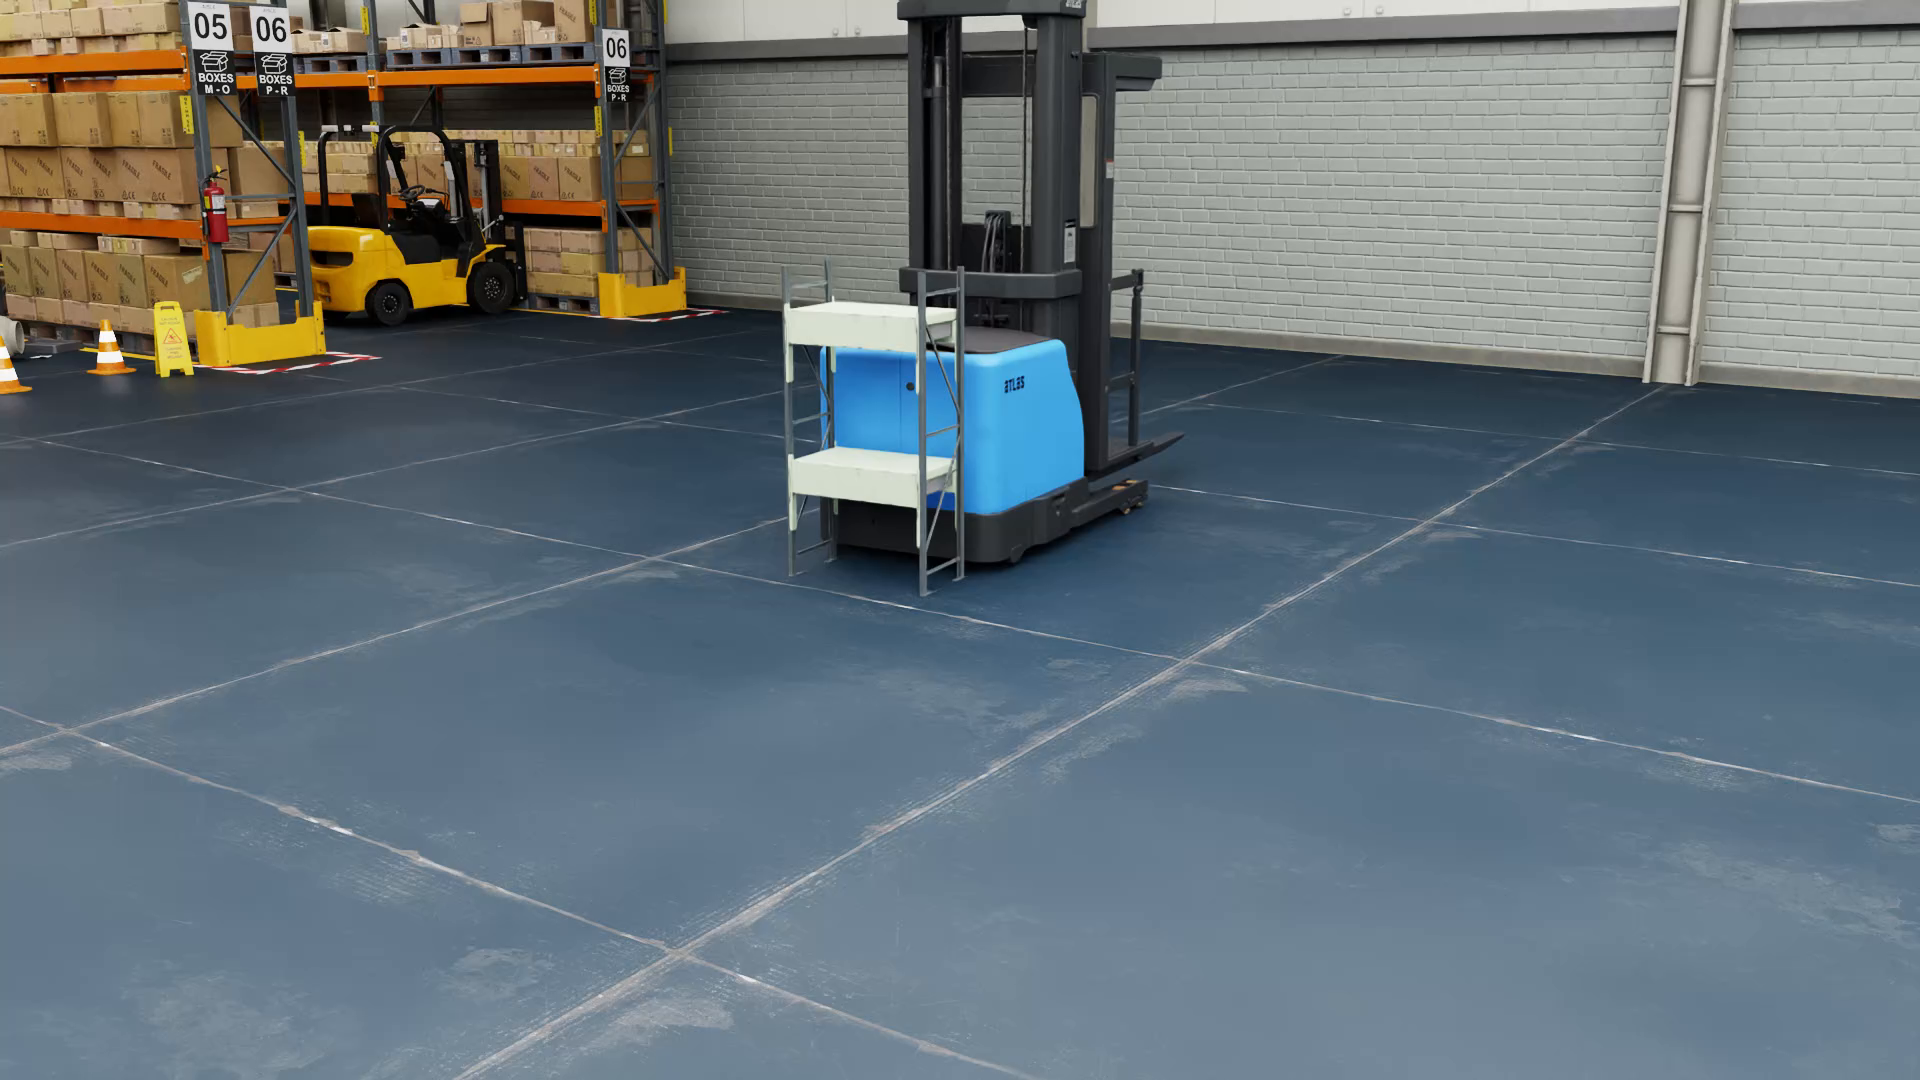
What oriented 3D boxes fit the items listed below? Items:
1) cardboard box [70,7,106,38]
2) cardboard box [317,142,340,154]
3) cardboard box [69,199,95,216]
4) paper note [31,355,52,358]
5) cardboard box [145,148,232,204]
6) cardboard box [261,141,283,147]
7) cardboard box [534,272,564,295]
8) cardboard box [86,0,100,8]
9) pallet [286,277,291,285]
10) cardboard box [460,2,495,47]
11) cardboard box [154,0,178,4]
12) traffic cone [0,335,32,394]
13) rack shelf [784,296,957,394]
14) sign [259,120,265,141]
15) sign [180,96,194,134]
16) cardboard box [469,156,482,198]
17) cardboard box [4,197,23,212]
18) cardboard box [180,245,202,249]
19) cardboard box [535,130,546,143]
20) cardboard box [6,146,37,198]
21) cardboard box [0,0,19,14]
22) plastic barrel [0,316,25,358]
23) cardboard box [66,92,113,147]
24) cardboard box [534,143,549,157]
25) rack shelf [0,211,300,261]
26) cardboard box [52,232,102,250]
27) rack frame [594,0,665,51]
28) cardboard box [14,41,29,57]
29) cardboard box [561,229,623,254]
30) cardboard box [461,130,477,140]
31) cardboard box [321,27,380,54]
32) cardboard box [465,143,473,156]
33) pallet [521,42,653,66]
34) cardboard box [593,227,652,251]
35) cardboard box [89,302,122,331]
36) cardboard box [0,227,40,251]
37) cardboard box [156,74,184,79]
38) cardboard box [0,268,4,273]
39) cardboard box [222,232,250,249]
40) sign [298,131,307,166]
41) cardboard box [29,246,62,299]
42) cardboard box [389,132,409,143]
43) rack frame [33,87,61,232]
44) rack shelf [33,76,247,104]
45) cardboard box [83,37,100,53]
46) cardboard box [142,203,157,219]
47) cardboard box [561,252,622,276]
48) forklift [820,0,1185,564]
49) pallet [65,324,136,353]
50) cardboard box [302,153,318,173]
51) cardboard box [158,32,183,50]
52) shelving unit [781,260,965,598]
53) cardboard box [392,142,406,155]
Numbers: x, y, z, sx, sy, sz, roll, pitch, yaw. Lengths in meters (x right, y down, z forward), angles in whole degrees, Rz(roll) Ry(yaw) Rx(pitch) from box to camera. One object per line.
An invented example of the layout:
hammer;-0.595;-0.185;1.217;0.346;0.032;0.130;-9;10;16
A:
cardboard box;-7.955;-4.843;15.595;0.500;0.250;0.500;10;17;34
cardboard box;-8.179;-5.139;21.782;0.250;0.149;0.380;9;16;31
cardboard box;-8.486;-3.271;16.316;0.250;0.149;0.380;9;17;33
paper note;-8.749;-1.753;15.840;0.148;0.019;0.142;3;14;14
cardboard box;-7.134;-3.375;15.387;0.500;0.500;0.500;9;16;32
cardboard box;-9.224;-5.318;22.506;0.250;0.149;0.380;10;17;34
cardboard box;-4.736;-3.092;19.920;0.500;0.250;0.500;9;17;33
cardboard box;-7.973;-5.063;15.656;0.250;0.149;0.380;9;16;31
pallet;-9.740;-3.755;23.554;1.213;0.211;1.003;9;17;33
cardboard box;-5.524;-6.167;19.954;0.637;0.503;0.797;10;17;35
cardboard box;-6.975;-4.872;14.882;0.250;0.149;0.380;9;17;33
traffic cone;-7.944;-1.466;13.783;0.334;0.463;0.336;9;17;33
rack shelf;-0.405;-0.924;7.809;0.720;0.370;0.431;7;16;28
sign;-10.094;-5.900;24.006;0.005;0.325;0.100;9;17;33
sign;-6.856;-3.772;14.749;0.005;0.325;0.100;9;17;33
cardboard box;-5.592;-4.422;20.235;0.500;0.500;0.500;9;17;33
cardboard box;-9.528;-3.449;17.036;0.250;0.149;0.380;10;17;34
cardboard box;-7.913;-2.702;16.783;0.500;0.500;0.500;10;17;34
cardboard box;-4.797;-4.773;19.684;0.250;0.149;0.380;9;17;33
cardboard box;-9.210;-3.716;16.766;0.500;0.500;0.500;9;17;33
cardboard box;-9.121;-5.208;16.238;0.250;0.149;0.380;9;17;32
plastic barrel;-9.089;-1.889;15.572;0.512;0.421;0.421;-4;14;-16
cardboard box;-7.972;-3.985;15.769;0.500;0.500;0.700;9;16;32
cardboard box;-4.816;-4.619;19.683;0.250;0.149;0.380;9;17;32
rack shelf;-8.190;-3.083;16.532;4.000;0.370;1.077;9;17;33
cardboard box;-8.787;-2.983;16.568;0.250;0.149;0.380;10;17;36
rack frame;-3.763;-7.066;18.642;0.127;3.000;1.000;9;17;33
cardboard box;-9.088;-4.845;16.433;0.250;0.149;0.380;10;17;34
cardboard box;-4.319;-3.508;19.521;0.500;0.250;0.500;10;17;35
cardboard box;-5.870;-4.940;20.358;0.250;0.149;0.380;9;17;33
cardboard box;-7.818;-6.404;21.313;0.500;0.311;0.500;9;16;31
cardboard box;-5.918;-4.781;20.338;0.250;0.149;0.380;9;16;31
pallet;-4.335;-5.667;19.417;1.213;0.211;1.003;9;17;33
cardboard box;-4.056;-3.611;19.935;0.500;0.250;0.500;9;16;32
cardboard box;-8.214;-2.228;16.430;0.500;0.250;0.500;8;16;31
cardboard box;-15.036;-4.928;26.816;0.500;0.500;0.700;8;16;31
cardboard box;-10.962;-6.631;23.437;0.500;0.250;0.500;9;16;31
cardboard box;-10.884;-2.794;18.464;0.625;0.372;0.950;10;17;36
cardboard box;-9.891;-4.192;23.583;0.625;0.625;0.875;10;17;35
sign;-6.227;-3.692;15.696;0.005;0.325;0.100;9;17;33
cardboard box;-9.059;-2.731;16.902;0.500;0.500;0.500;10;17;35
cardboard box;-6.983;-5.097;20.992;0.250;0.149;0.380;10;17;34
rack frame;-13.720;-5.764;25.864;0.127;3.000;1.000;9;17;33
rack shelf;-12.061;-6.602;24.506;4.000;0.370;1.077;9;17;33
cardboard box;-8.029;-4.668;15.716;0.250;0.149;0.380;9;16;31
cardboard box;-7.433;-3.100;15.627;0.250;0.149;0.380;9;16;32
cardboard box;-4.341;-3.269;19.594;0.500;0.250;0.500;9;16;32
forklift;0.429;-1.612;9.236;1.130;2.935;3.031;7;16;28
pallet;-8.256;-2.100;16.869;1.213;0.211;1.003;9;17;33
cardboard box;-8.484;-5.013;22.102;0.500;0.250;0.500;10;17;34
cardboard box;-6.982;-4.490;15.000;0.250;0.149;0.380;9;17;33
shelving unit;-0.405;-0.545;7.903;0.755;1.500;0.431;7;16;28
cardboard box;-6.964;-4.959;21.055;0.250;0.149;0.380;9;16;32
